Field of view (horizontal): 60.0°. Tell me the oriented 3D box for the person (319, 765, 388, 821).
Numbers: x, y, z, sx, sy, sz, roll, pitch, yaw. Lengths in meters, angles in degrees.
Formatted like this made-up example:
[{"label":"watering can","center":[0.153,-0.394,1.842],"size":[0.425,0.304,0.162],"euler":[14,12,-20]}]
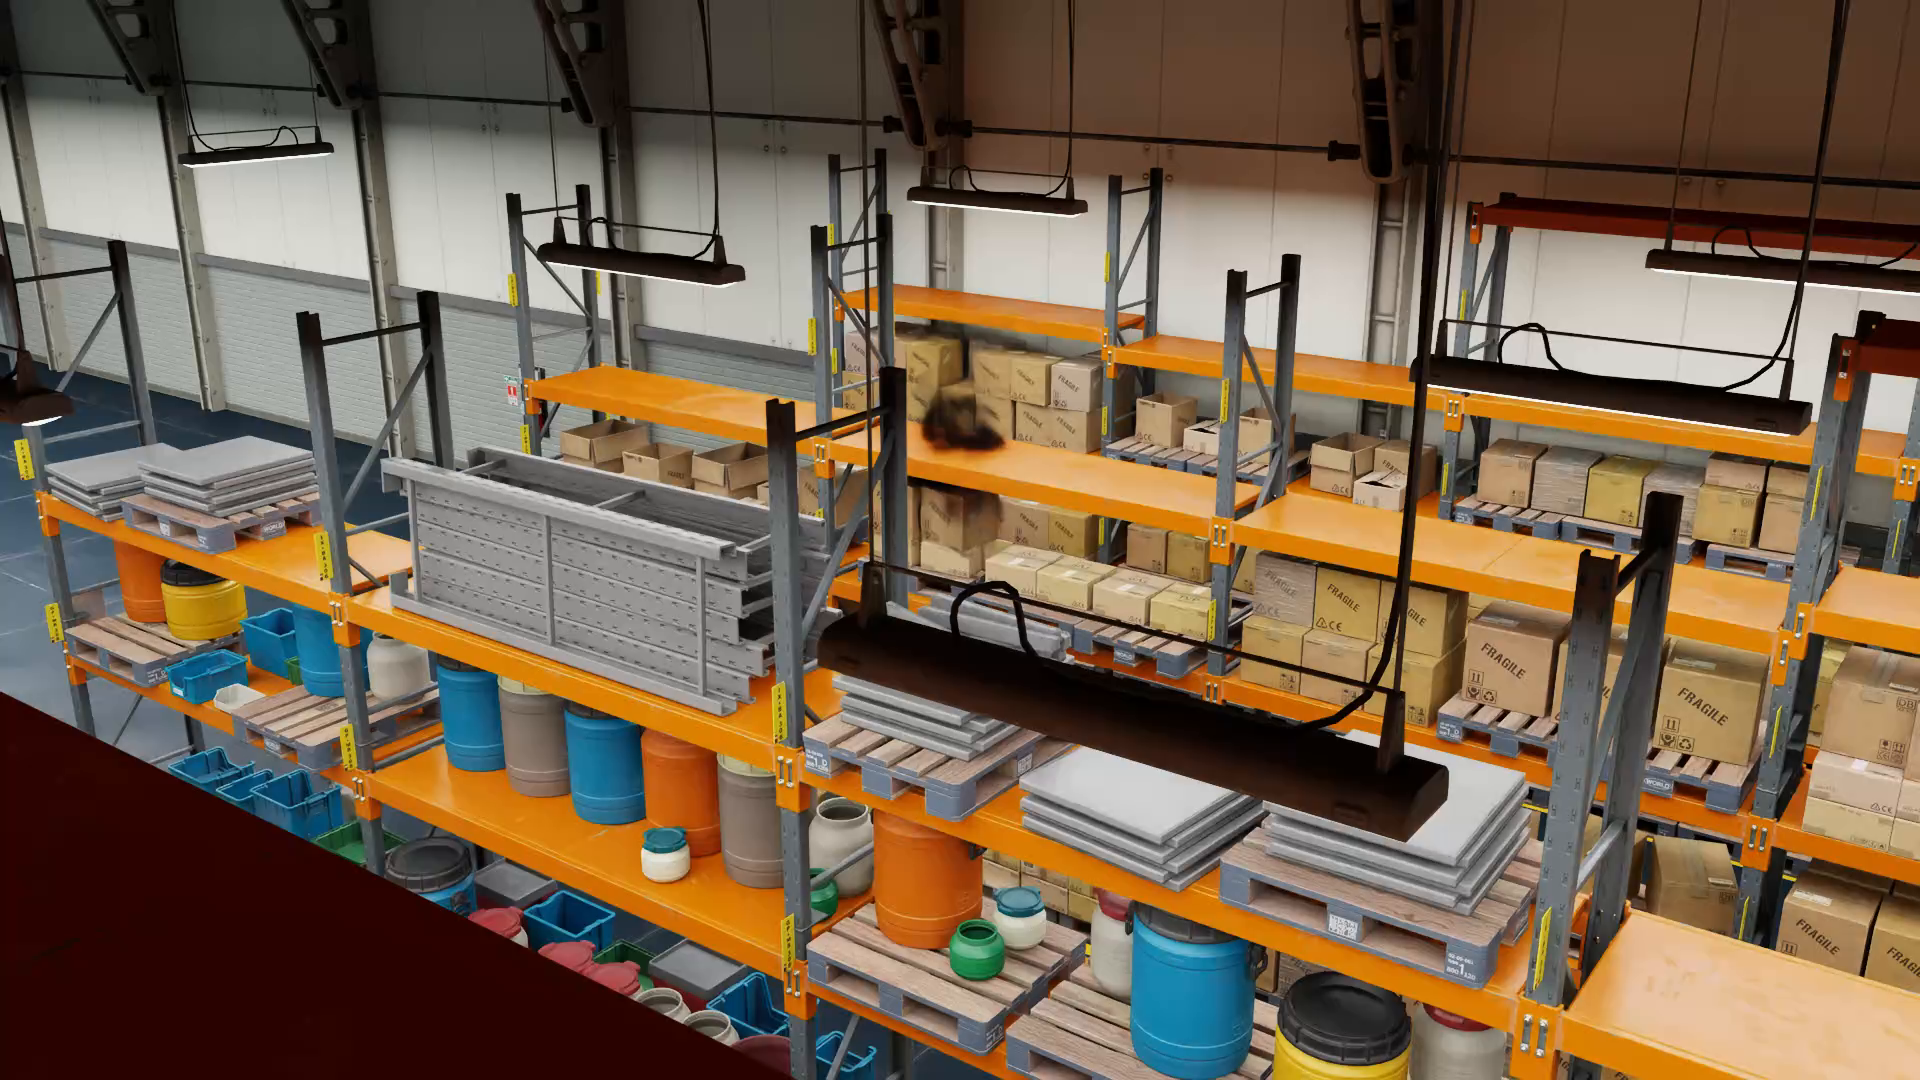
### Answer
[{"label":"person","center":[-5.655,2.322,15.469],"size":[0.871,1.657,0.585],"euler":[12,22,32]}]
